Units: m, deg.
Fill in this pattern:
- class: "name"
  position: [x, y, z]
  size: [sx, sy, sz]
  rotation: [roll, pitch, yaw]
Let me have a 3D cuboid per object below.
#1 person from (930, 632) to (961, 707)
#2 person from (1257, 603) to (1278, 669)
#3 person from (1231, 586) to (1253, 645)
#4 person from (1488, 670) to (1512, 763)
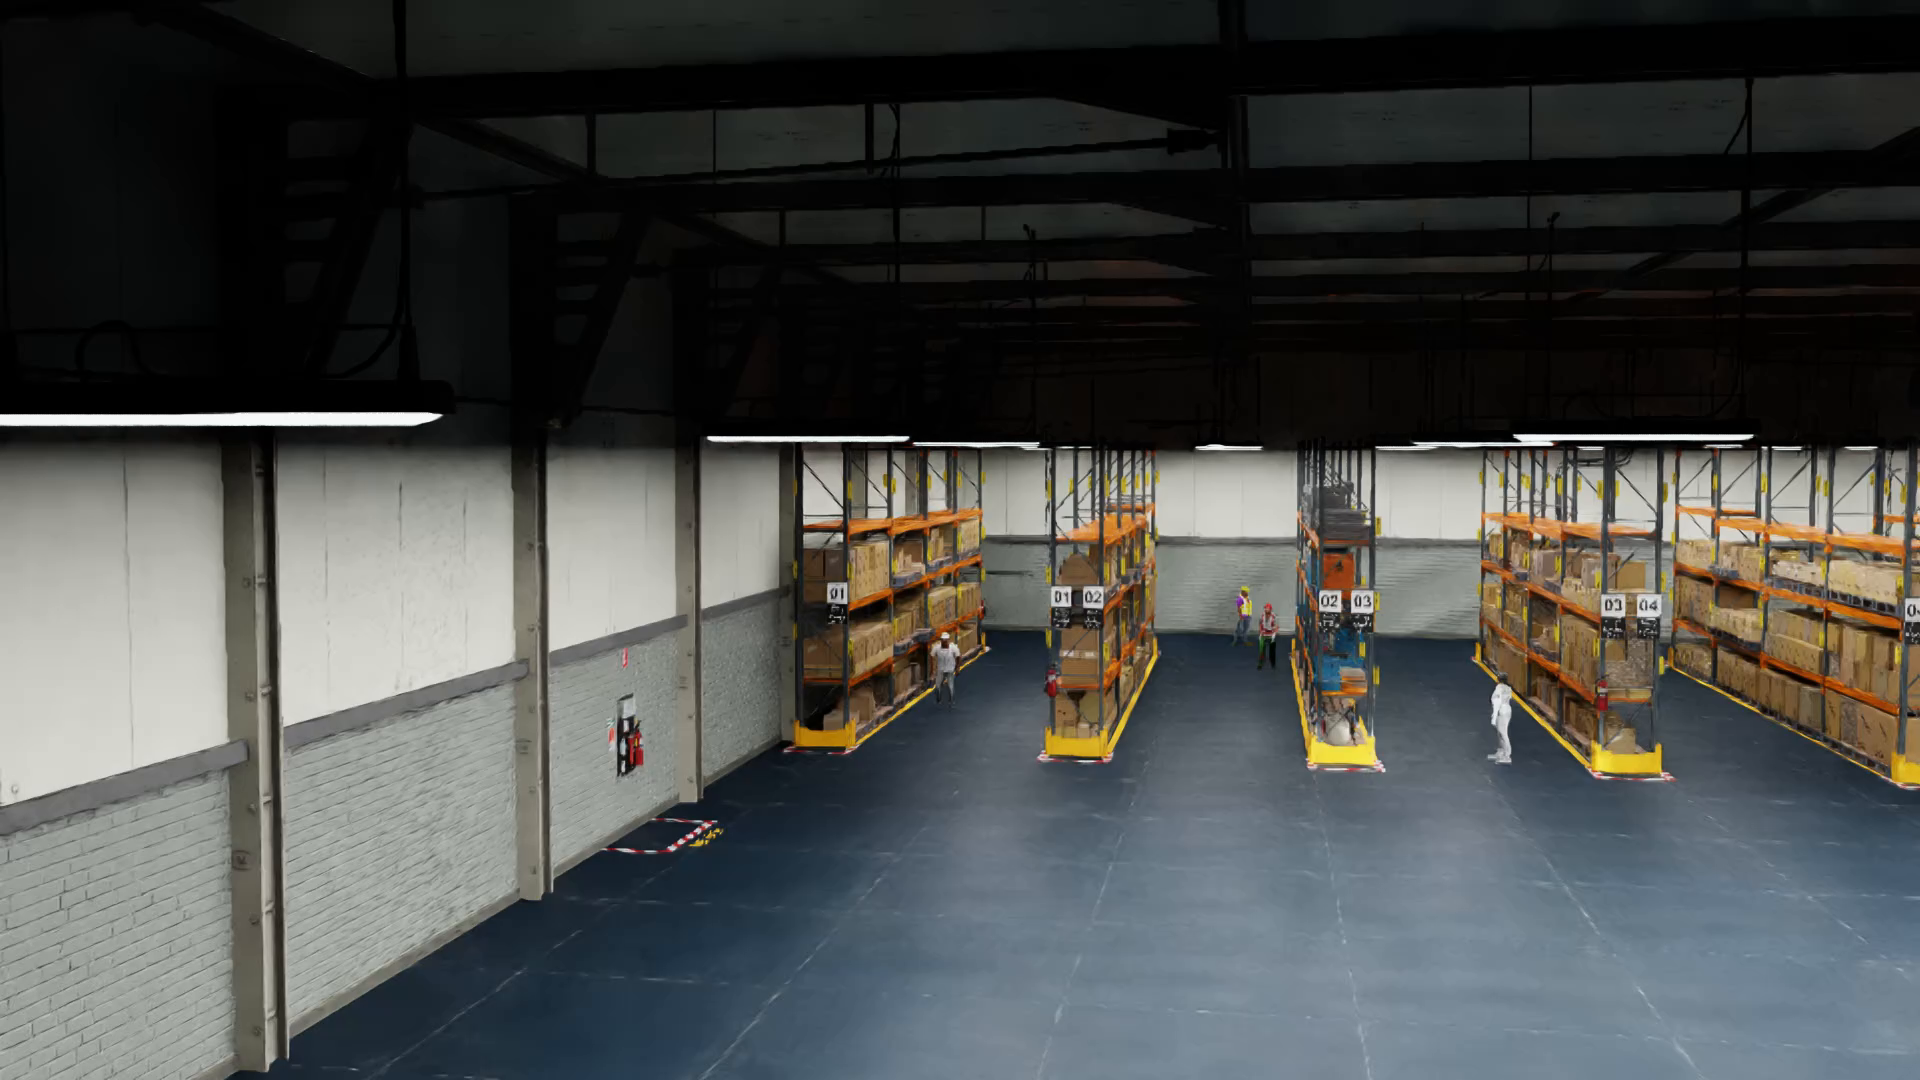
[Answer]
- class: "person"
  position: [-0.332, 2.904, 37.225]
  size: [0.719, 1.714, 0.578]
  rotation: [0, 3, 8]
- class: "person"
  position: [8.138, 2.524, 43.922]
  size: [0.533, 1.728, 1.036]
  rotation: [1, 3, 19]
- class: "person"
  position: [8.347, 2.238, 49.290]
  size: [0.708, 1.767, 0.466]
  rotation: [-3, 4, -42]
- class: "person"
  position: [9.984, 3.250, 30.715]
  size: [0.515, 1.672, 0.560]
  rotation: [2, 4, 39]
